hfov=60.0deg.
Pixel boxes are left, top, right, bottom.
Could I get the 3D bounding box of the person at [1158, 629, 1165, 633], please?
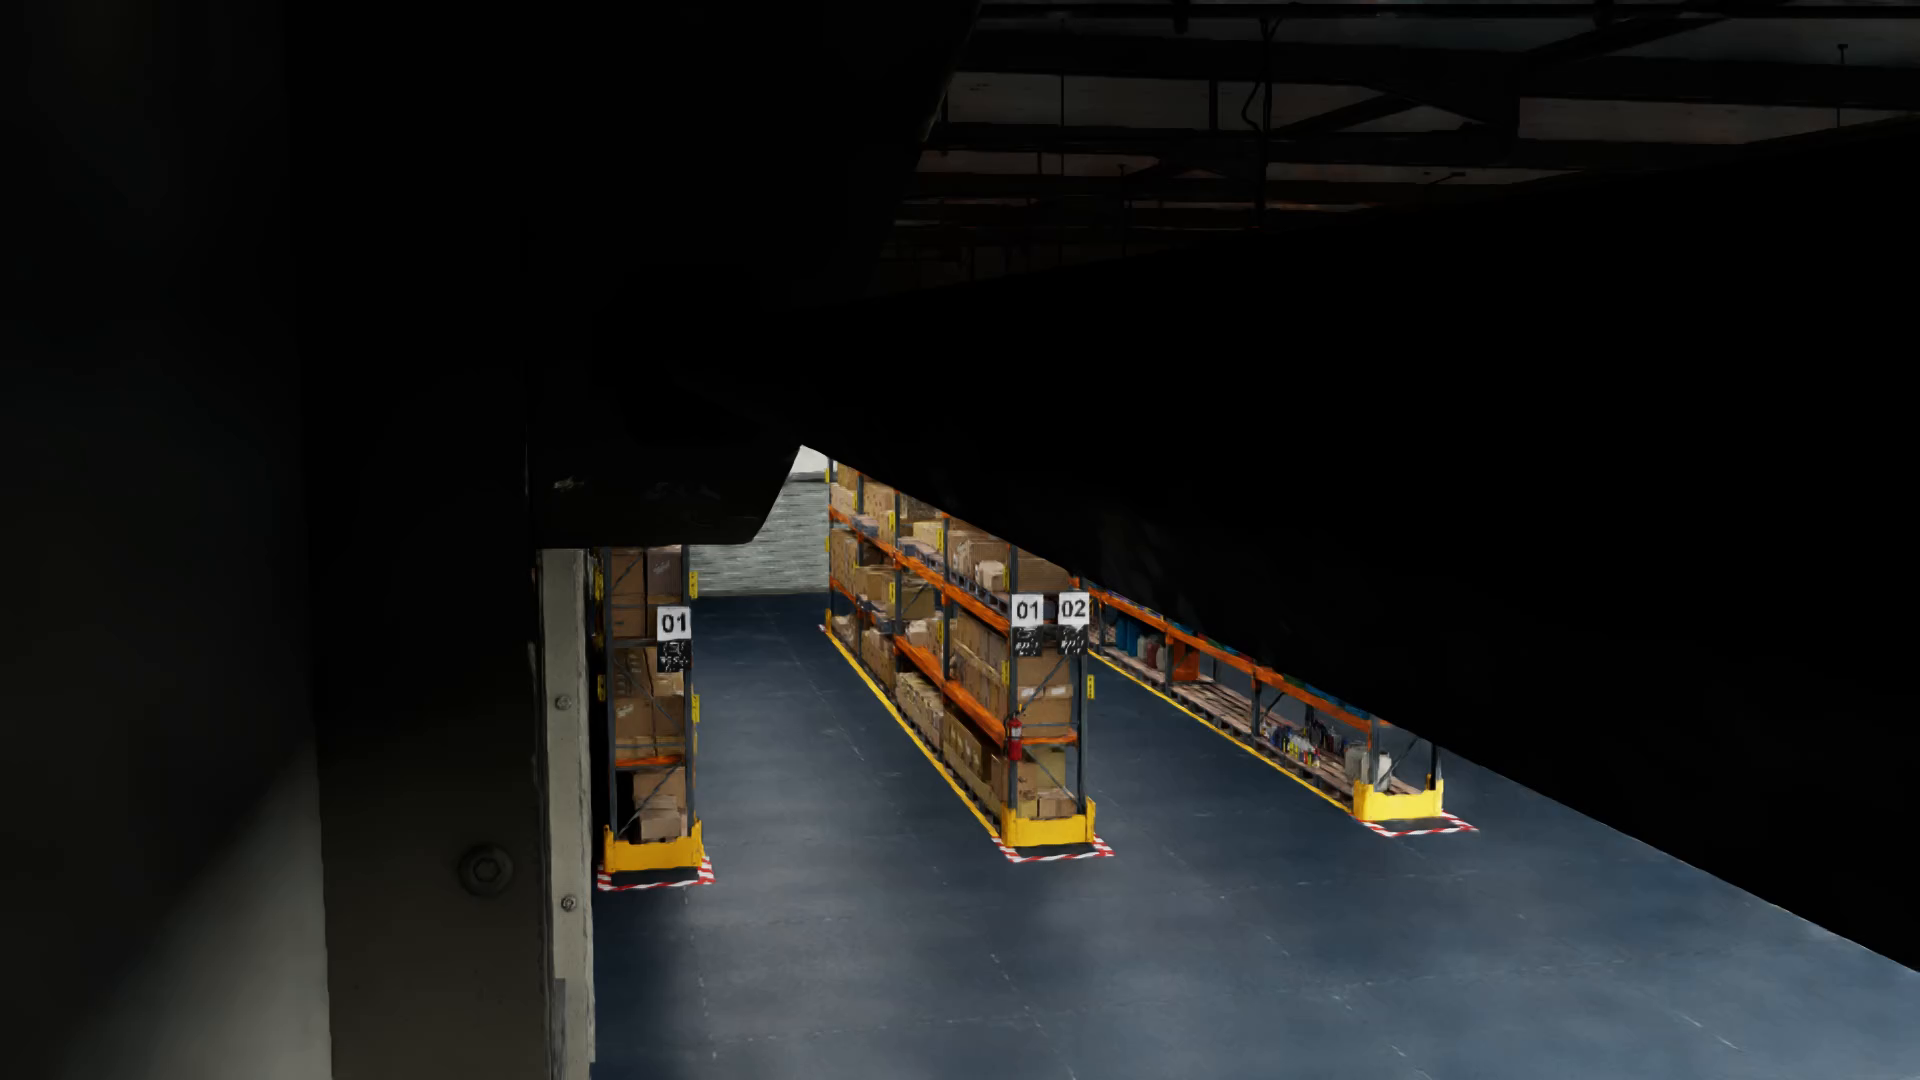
[{"bbox_3d":[4.055,1.288,35.505,0.687,1.658,0.832,-4,8,-31],"label":"person"}]
